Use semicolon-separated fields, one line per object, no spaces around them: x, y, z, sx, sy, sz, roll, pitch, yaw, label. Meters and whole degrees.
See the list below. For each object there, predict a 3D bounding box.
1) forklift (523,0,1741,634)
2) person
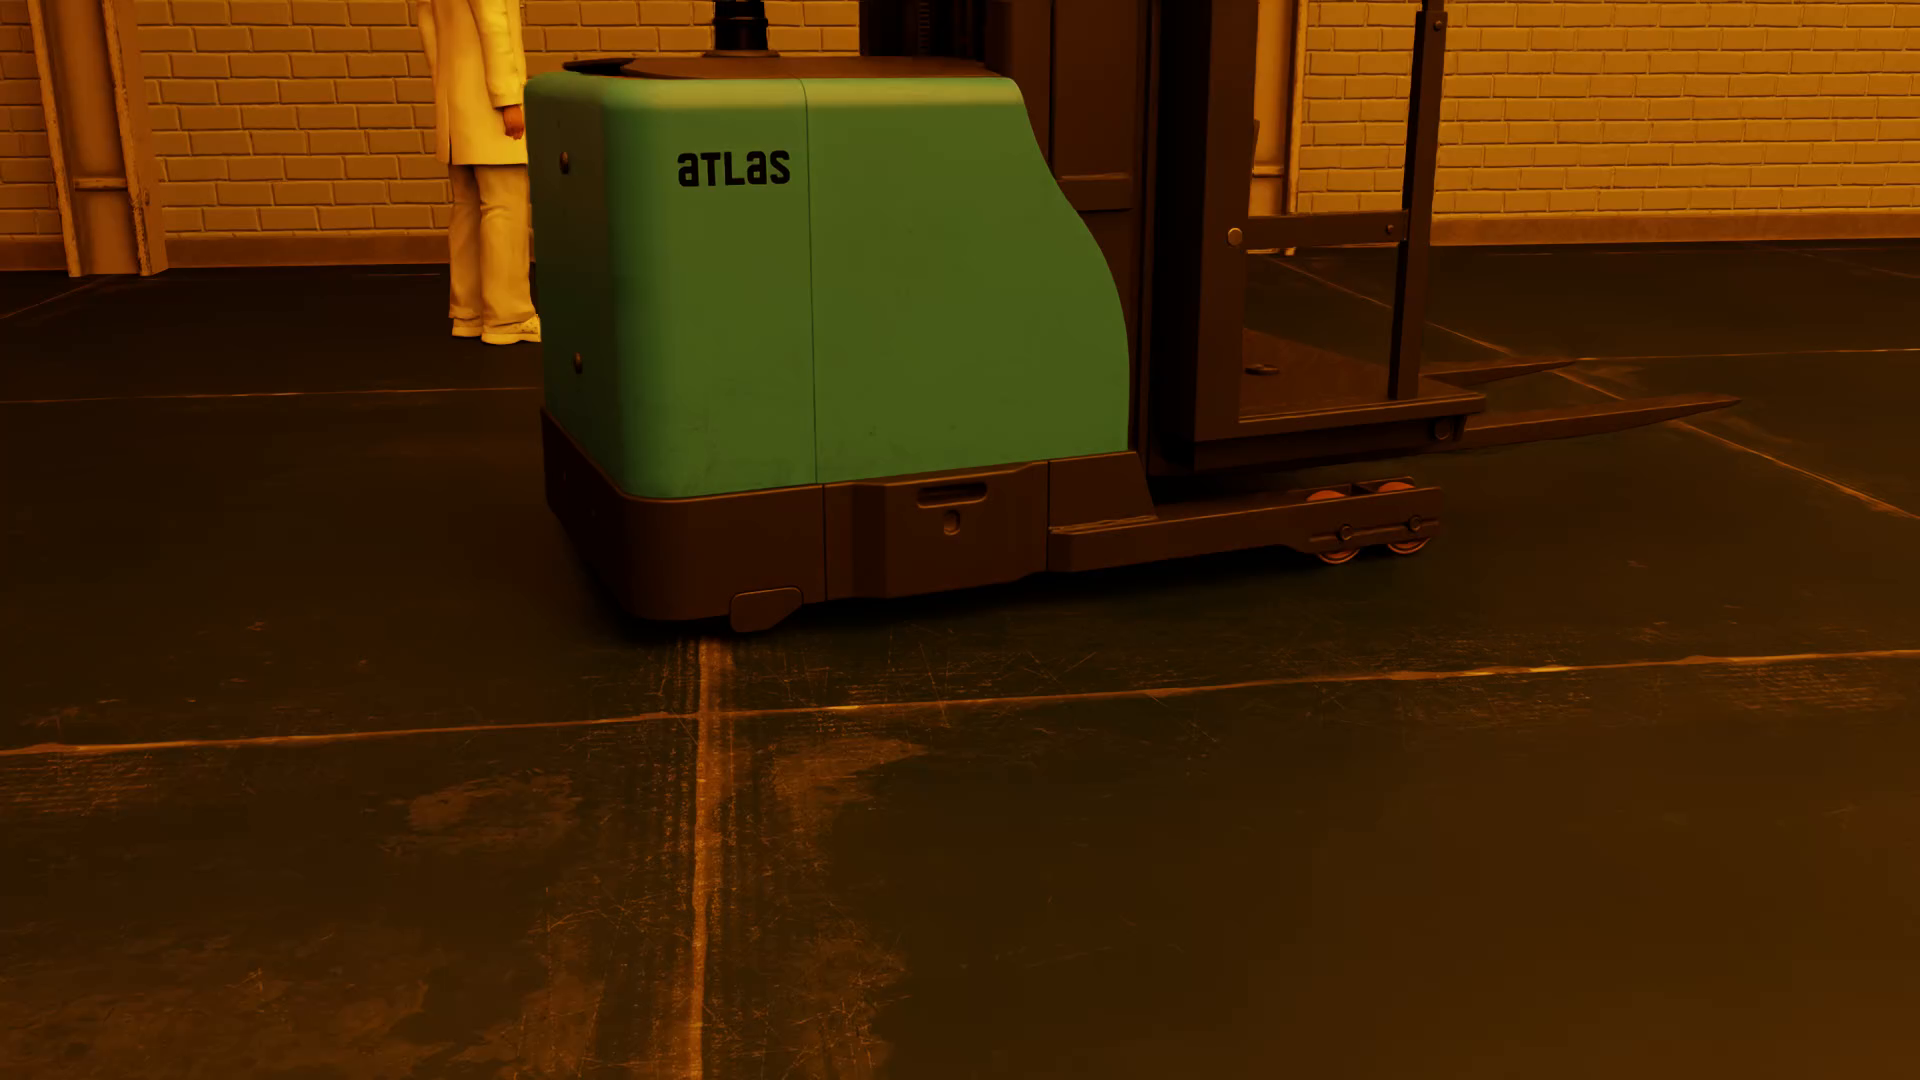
0.567;-1.480;3.799;3.031;2.935;1.130;-7;18;-22;forklift
-1.818;-1.673;6.429;0.384;1.783;0.566;-15;22;-40;person
